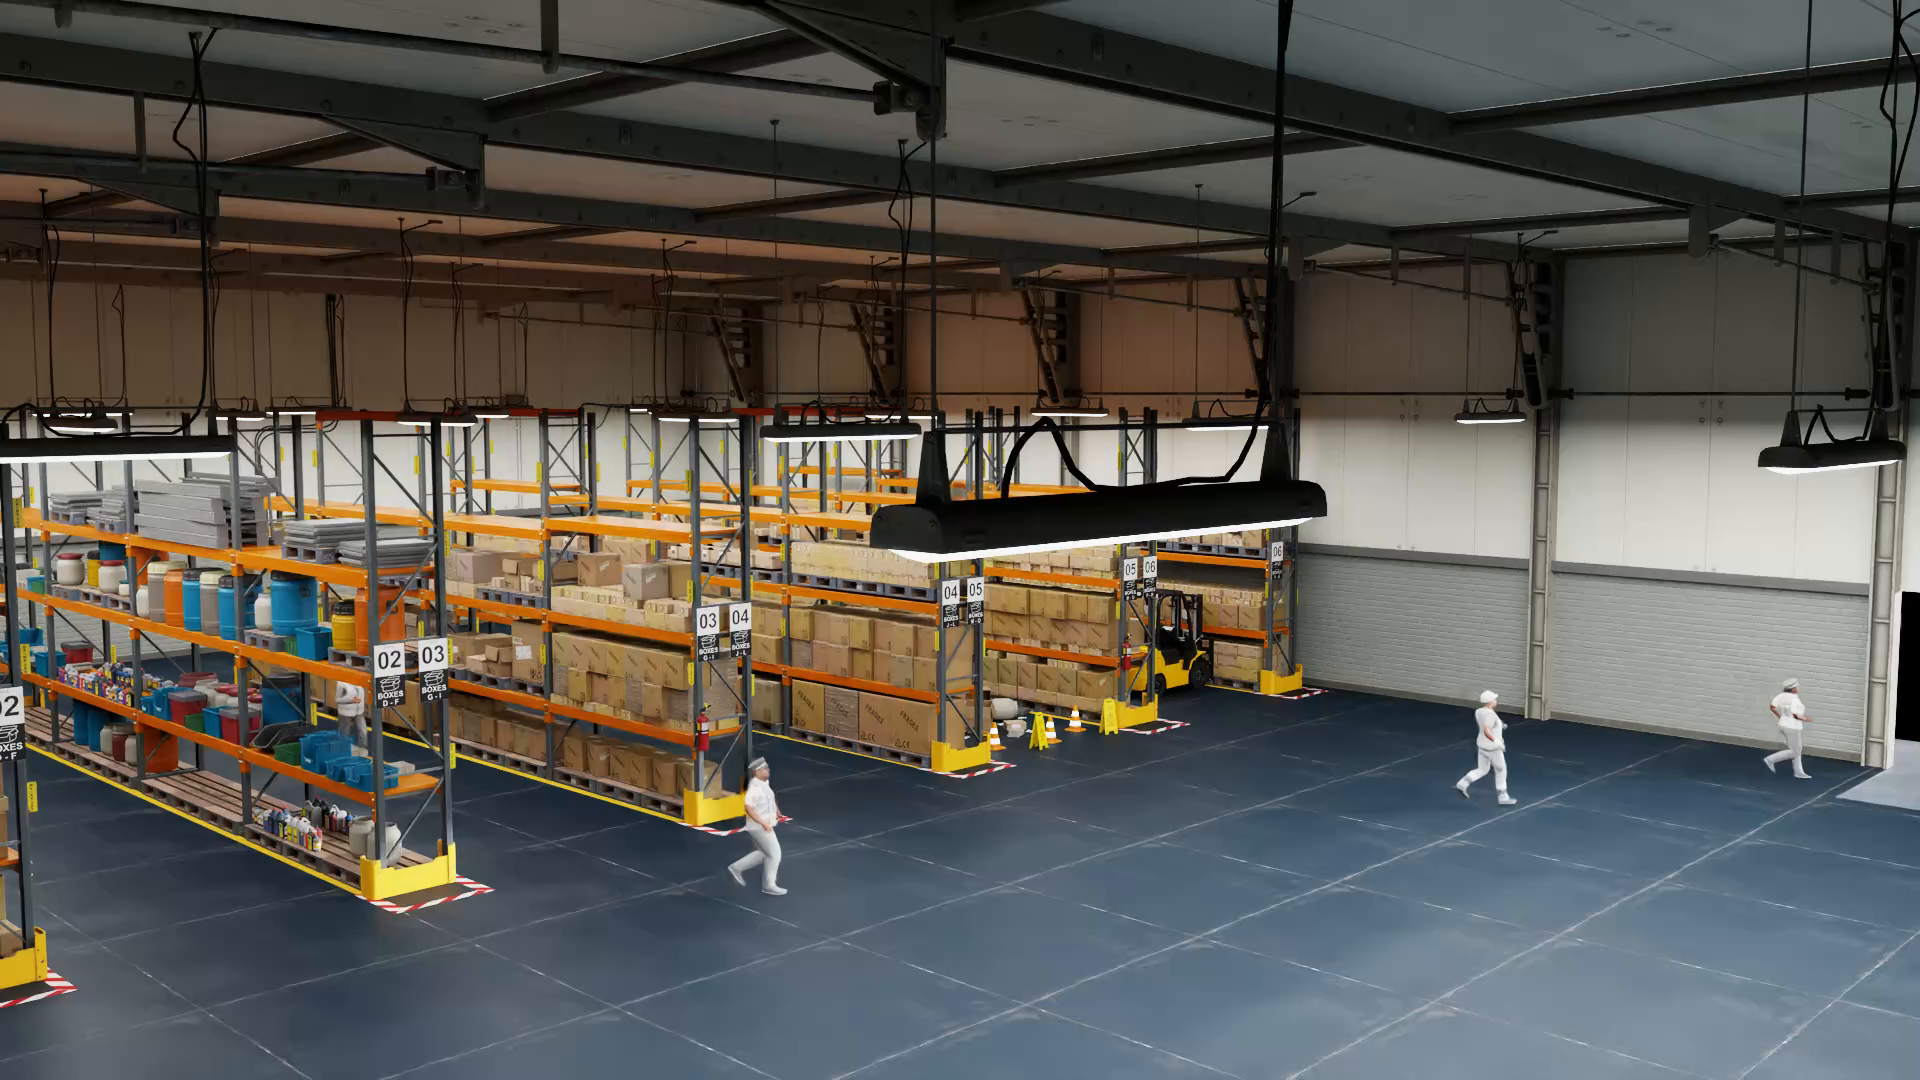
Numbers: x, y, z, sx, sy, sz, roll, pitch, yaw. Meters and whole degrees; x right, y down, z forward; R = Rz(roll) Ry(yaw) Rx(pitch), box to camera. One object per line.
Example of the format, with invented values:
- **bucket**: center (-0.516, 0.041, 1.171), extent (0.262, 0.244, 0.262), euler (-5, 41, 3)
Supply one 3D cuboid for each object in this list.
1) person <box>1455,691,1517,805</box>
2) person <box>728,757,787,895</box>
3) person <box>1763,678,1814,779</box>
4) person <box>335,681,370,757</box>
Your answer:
- **person**: center (8.080, 3.182, 25.444), extent (0.967, 1.768, 0.667), euler (-1, 5, -10)
- **person**: center (-2.534, 3.606, 20.997), extent (0.686, 1.779, 0.656), euler (-1, 5, -8)
- **person**: center (13.555, 3.088, 27.194), extent (0.851, 1.692, 0.556), euler (0, 5, -2)
- **person**: center (-10.326, 2.943, 28.136), extent (0.924, 1.790, 0.623), euler (3, 6, 34)
